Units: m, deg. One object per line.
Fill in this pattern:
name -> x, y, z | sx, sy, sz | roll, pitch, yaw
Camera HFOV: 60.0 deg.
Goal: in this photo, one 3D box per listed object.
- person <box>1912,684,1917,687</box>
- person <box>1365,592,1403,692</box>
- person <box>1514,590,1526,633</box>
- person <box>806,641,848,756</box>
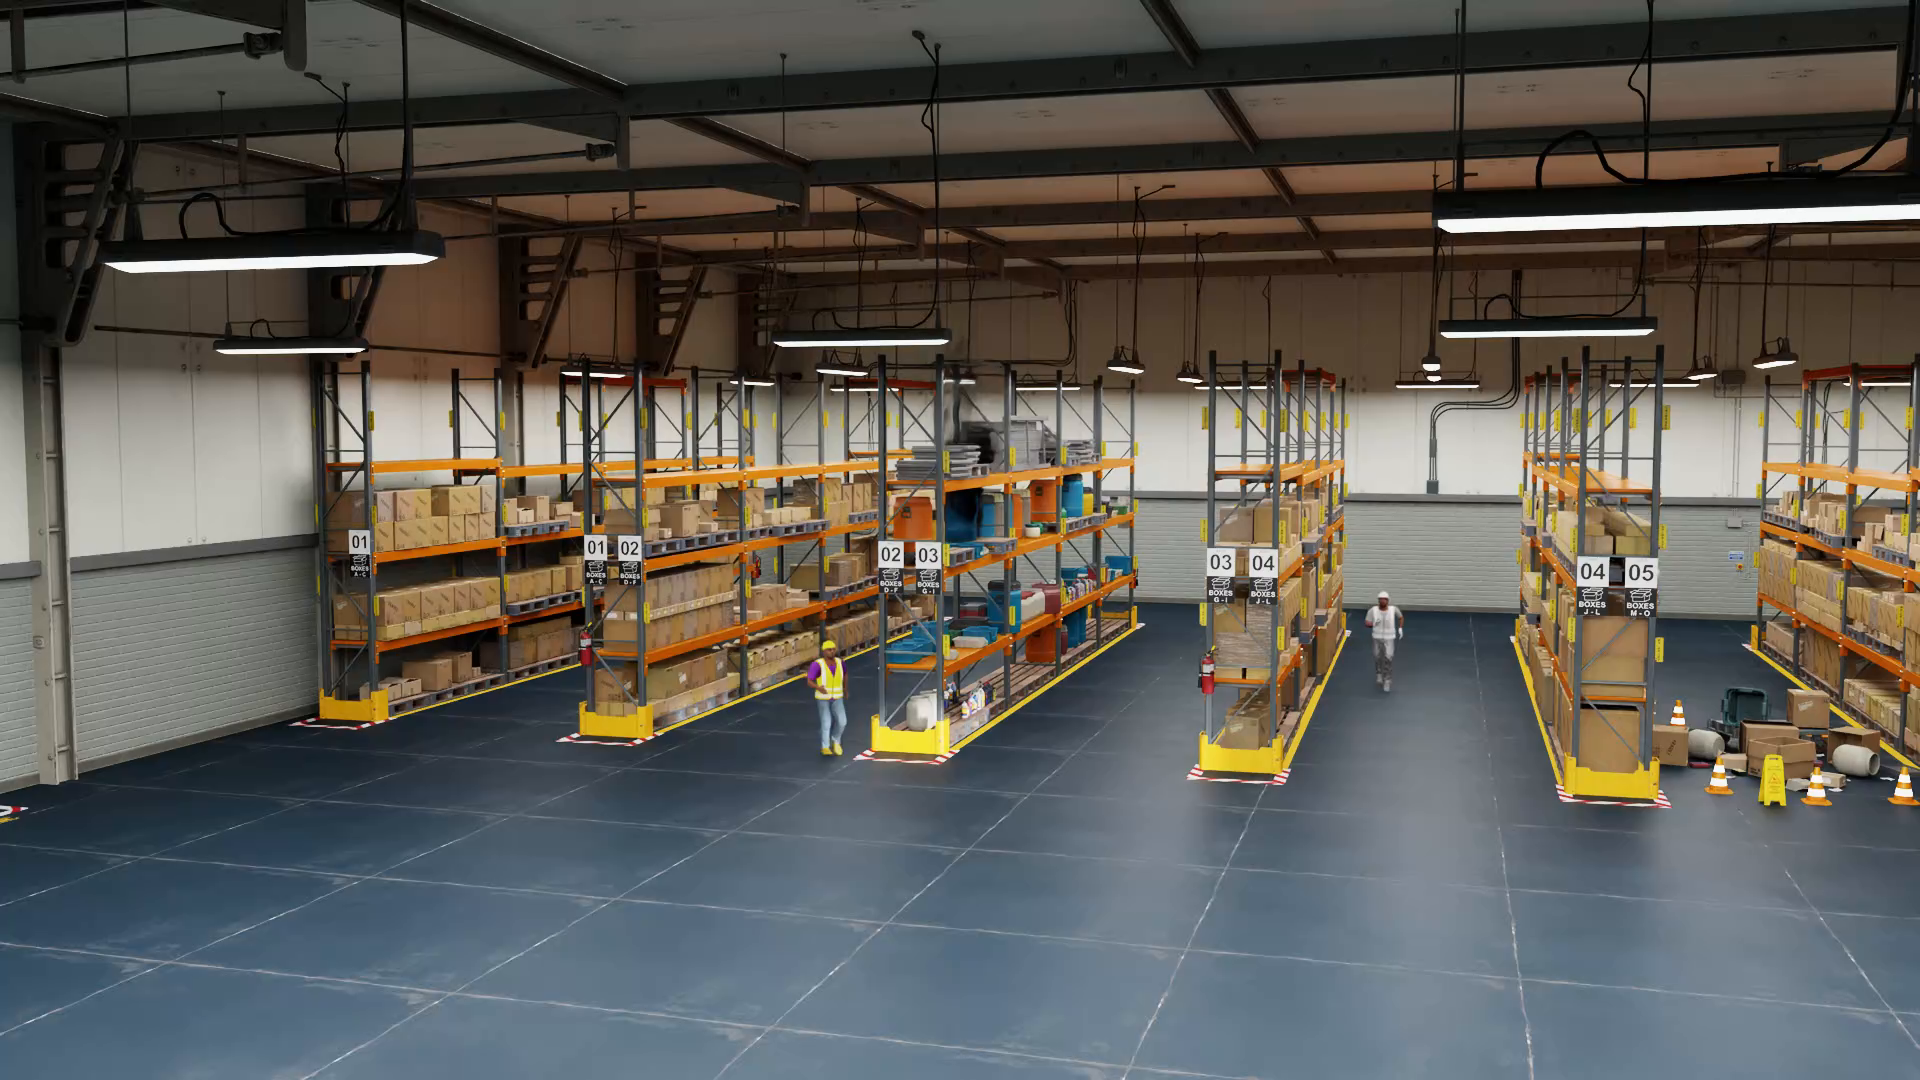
person -> 17.887, 1.978, 30.903 | 0.579, 1.667, 0.867 | 1, 4, 14
person -> 7.928, 1.874, 31.116 | 0.681, 1.822, 0.916 | 1, 4, 18
person -> 13.418, 1.357, 39.164 | 0.812, 1.706, 0.722 | -1, 4, -14
person -> -1.930, 2.364, 24.713 | 0.700, 1.746, 0.649 | -2, 4, -23
